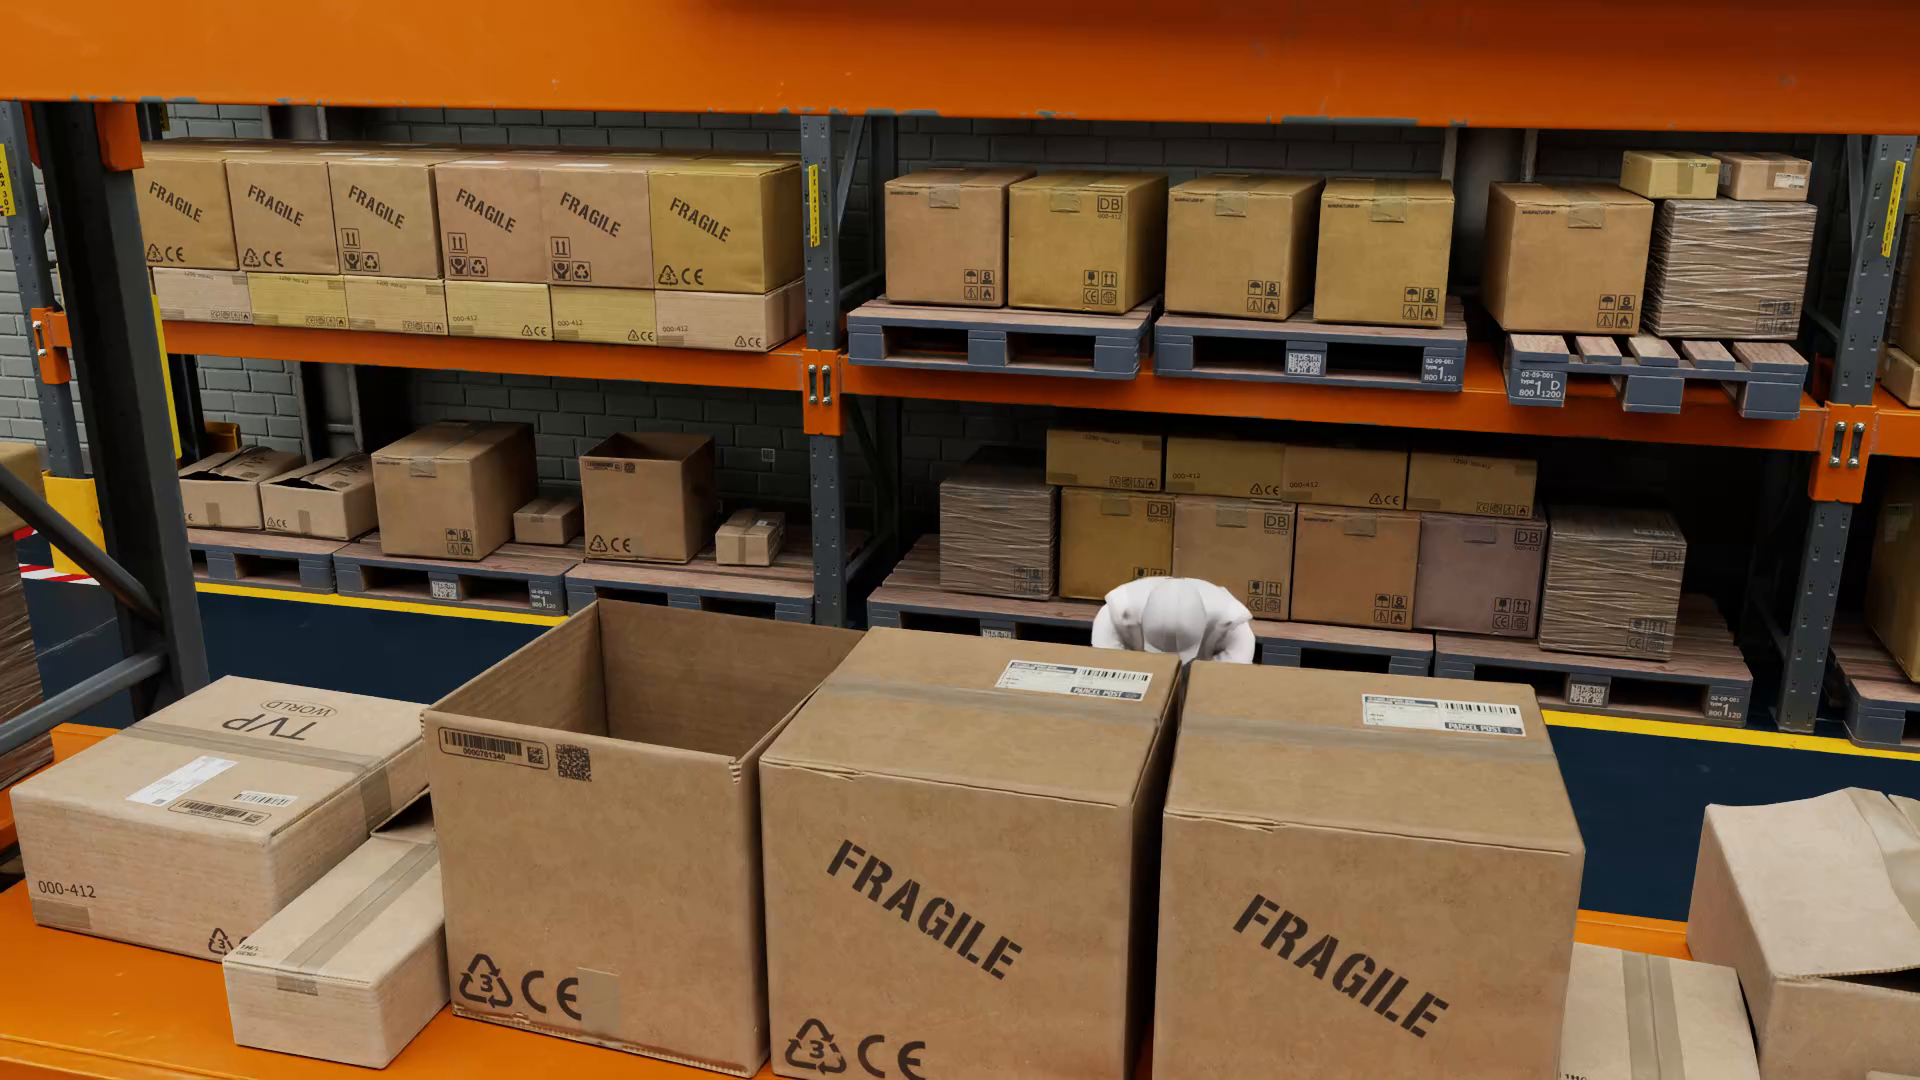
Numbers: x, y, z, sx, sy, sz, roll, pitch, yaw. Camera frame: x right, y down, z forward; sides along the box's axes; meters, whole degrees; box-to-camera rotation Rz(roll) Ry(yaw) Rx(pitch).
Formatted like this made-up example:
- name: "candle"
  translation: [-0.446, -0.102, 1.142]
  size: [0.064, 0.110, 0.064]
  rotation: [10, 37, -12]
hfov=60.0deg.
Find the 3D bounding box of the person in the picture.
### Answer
- name: "person"
  translation: [0.729, 0.512, 5.691]
  size: [0.538, 1.007, 0.914]
  rotation: [4, 19, 12]
